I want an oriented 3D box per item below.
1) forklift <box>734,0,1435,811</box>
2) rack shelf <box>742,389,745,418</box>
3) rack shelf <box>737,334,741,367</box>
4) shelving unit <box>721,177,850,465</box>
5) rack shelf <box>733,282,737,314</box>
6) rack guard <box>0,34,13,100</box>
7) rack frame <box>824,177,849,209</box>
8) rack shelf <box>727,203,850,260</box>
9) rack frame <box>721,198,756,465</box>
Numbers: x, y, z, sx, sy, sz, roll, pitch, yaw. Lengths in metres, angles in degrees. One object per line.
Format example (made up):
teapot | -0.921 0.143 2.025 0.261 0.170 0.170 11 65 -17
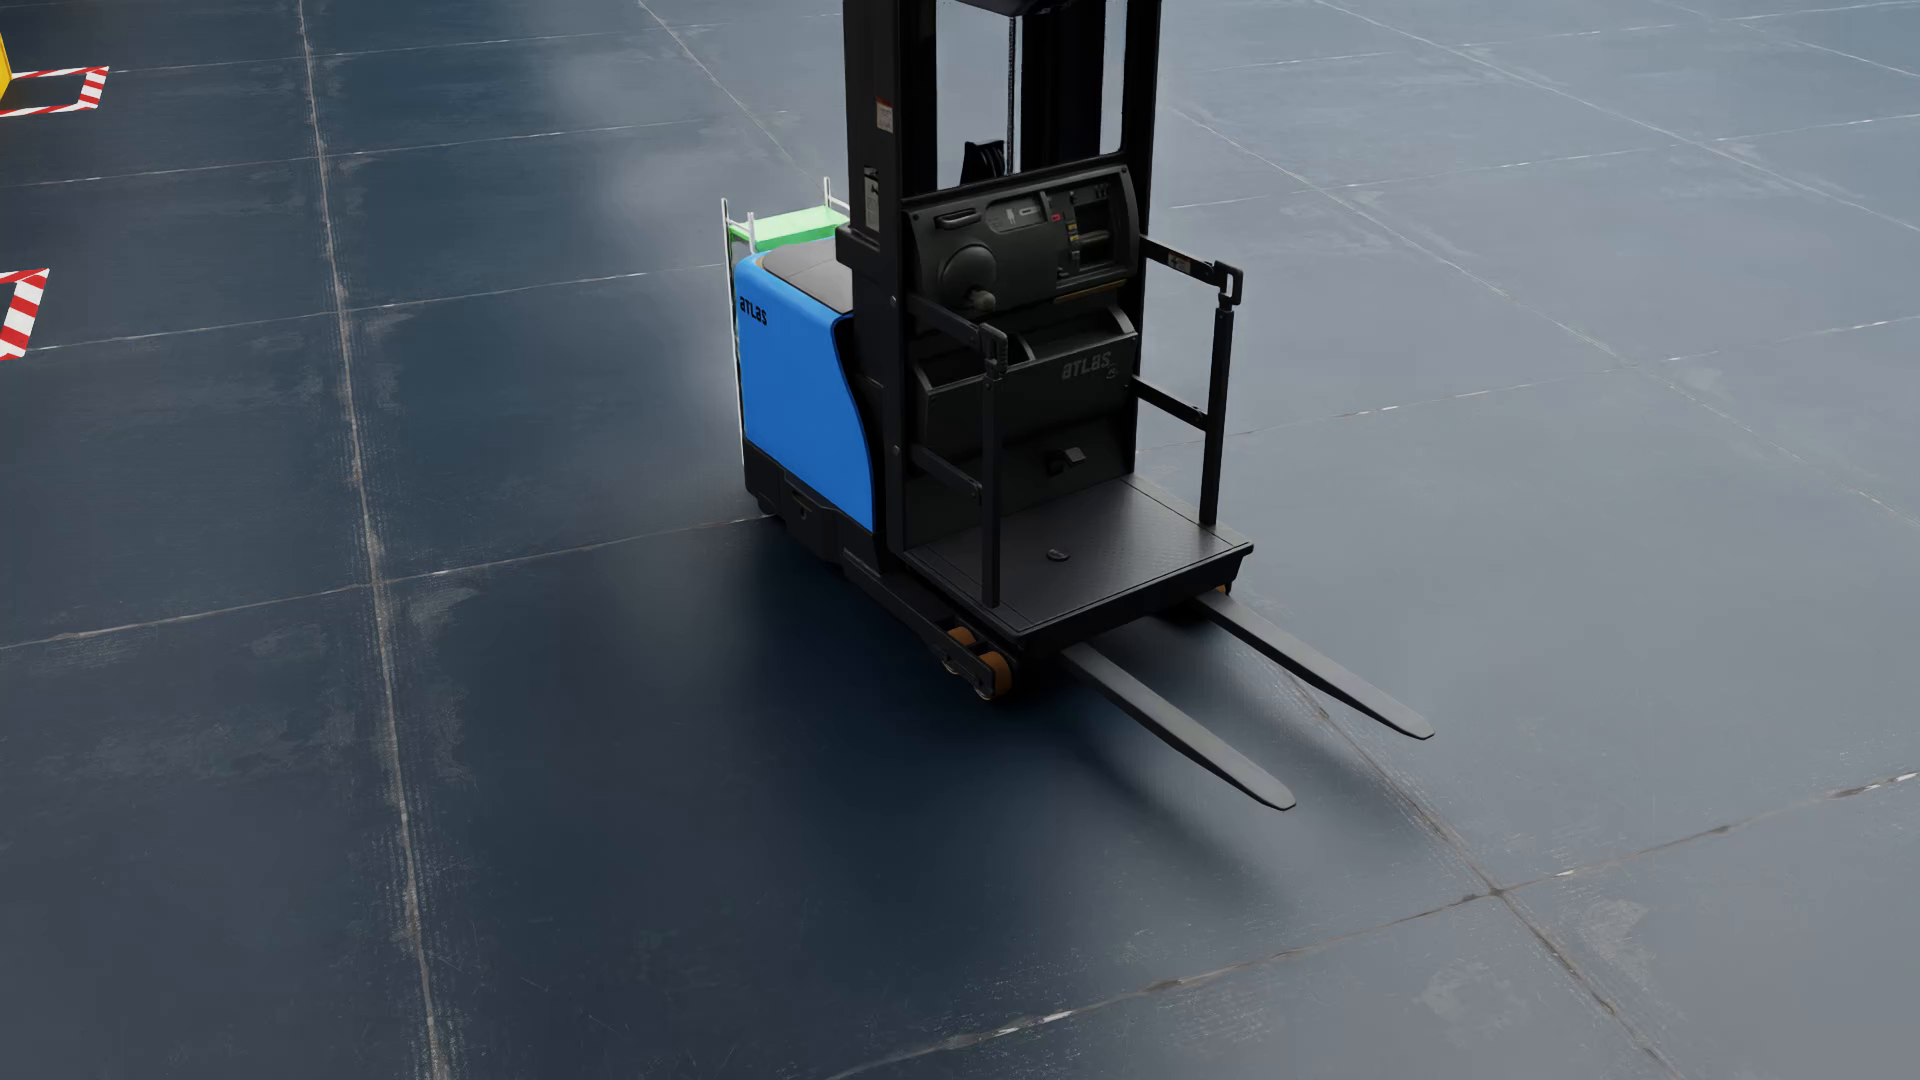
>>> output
forklift | 0.355 -0.991 5.528 1.130 2.935 3.031 -19 35 -30
rack shelf | -0.688 -0.621 7.237 0.480 0.148 0.258 -20 34 -30
rack shelf | -0.691 -0.831 7.121 0.480 0.148 0.258 -20 34 -30
shelving unit | -0.691 -0.887 7.090 0.503 1.200 0.258 -20 34 -30
rack shelf | -0.693 -1.041 7.005 0.480 0.148 0.258 -20 34 -30
rack guard | -7.477 -3.599 12.563 0.348 0.500 1.175 -10 31 -18
rack frame | -0.493 -0.957 7.213 0.015 1.200 0.240 -20 34 -30
rack shelf | -0.695 -1.251 6.889 0.480 0.148 0.258 -20 34 -30
rack frame | -0.890 -0.816 6.966 0.015 1.200 0.240 -20 34 -30
